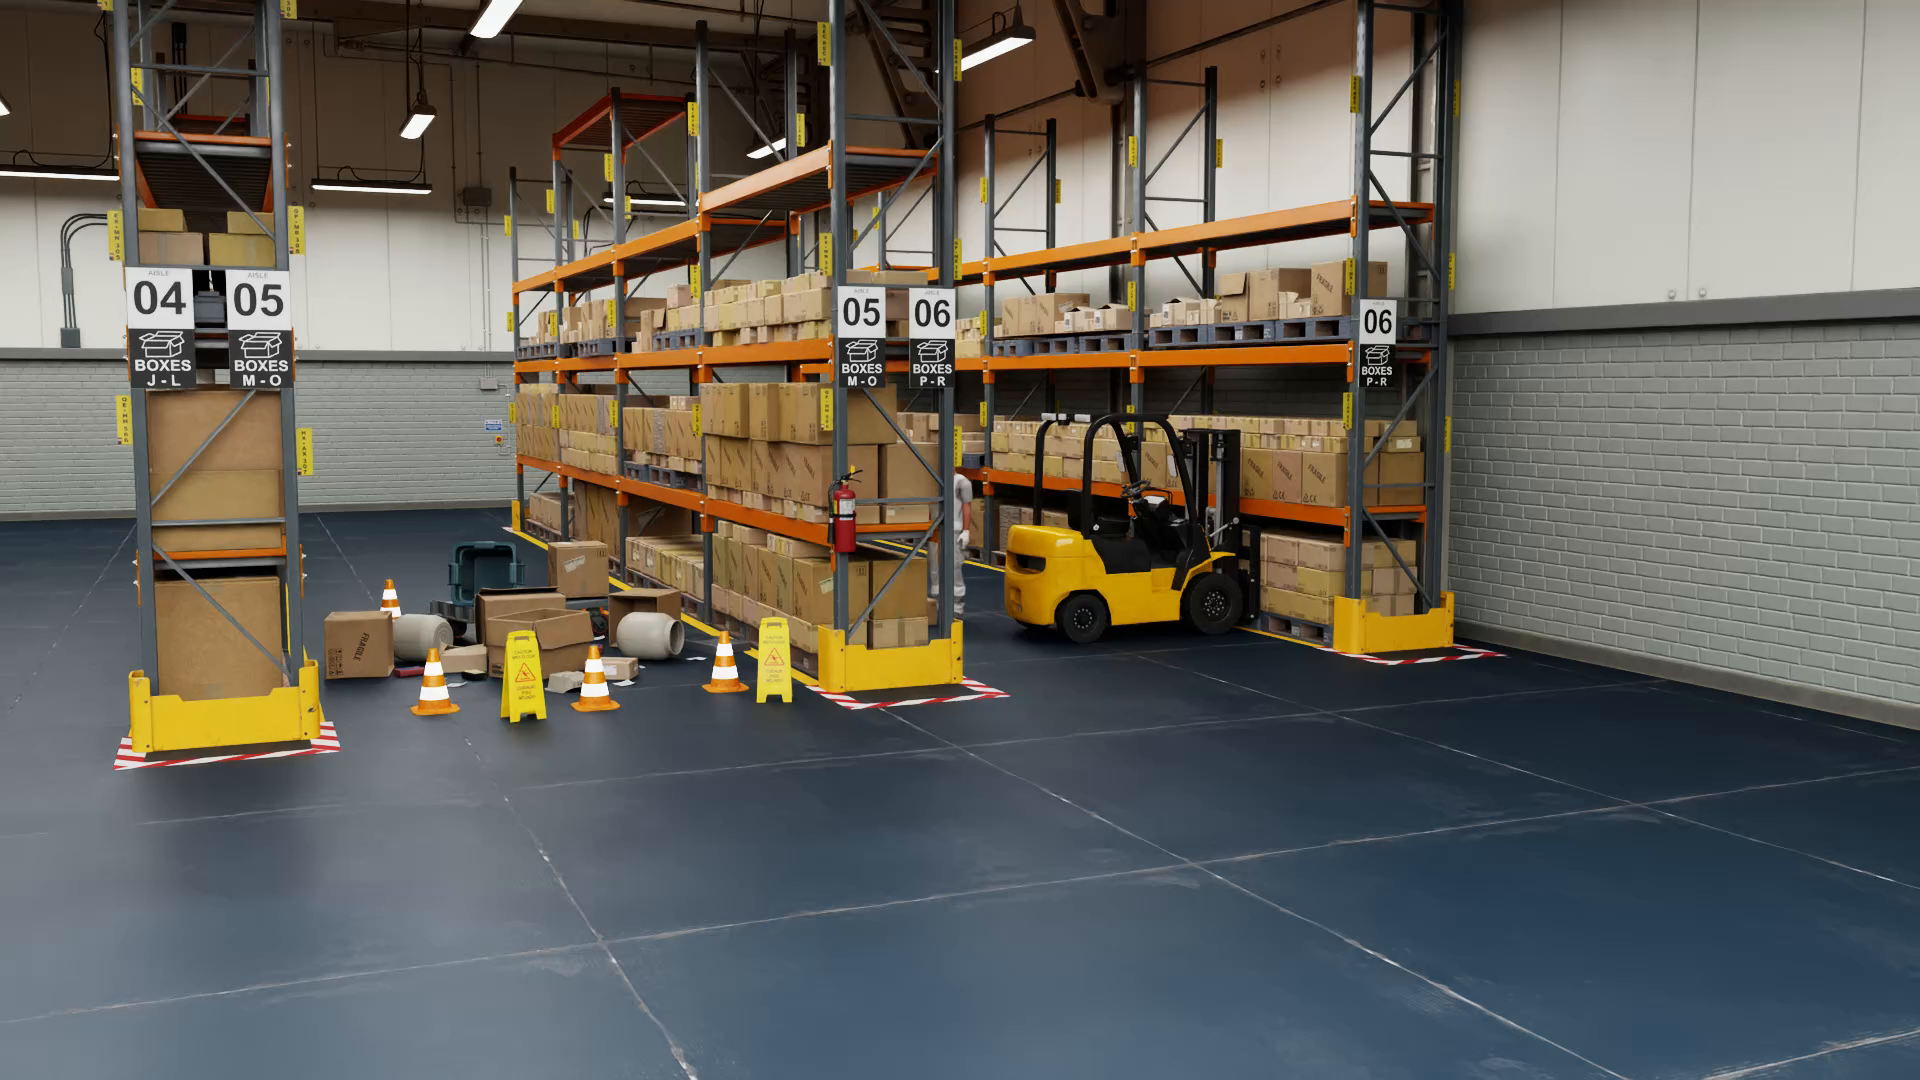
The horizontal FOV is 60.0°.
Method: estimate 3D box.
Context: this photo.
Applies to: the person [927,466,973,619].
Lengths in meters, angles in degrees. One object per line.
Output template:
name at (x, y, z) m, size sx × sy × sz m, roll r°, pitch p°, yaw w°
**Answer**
person at (-0.127, -0.065, 17.253) m, size 0.529 × 1.790 × 0.351 m, roll 4°, pitch 7°, yaw 39°
